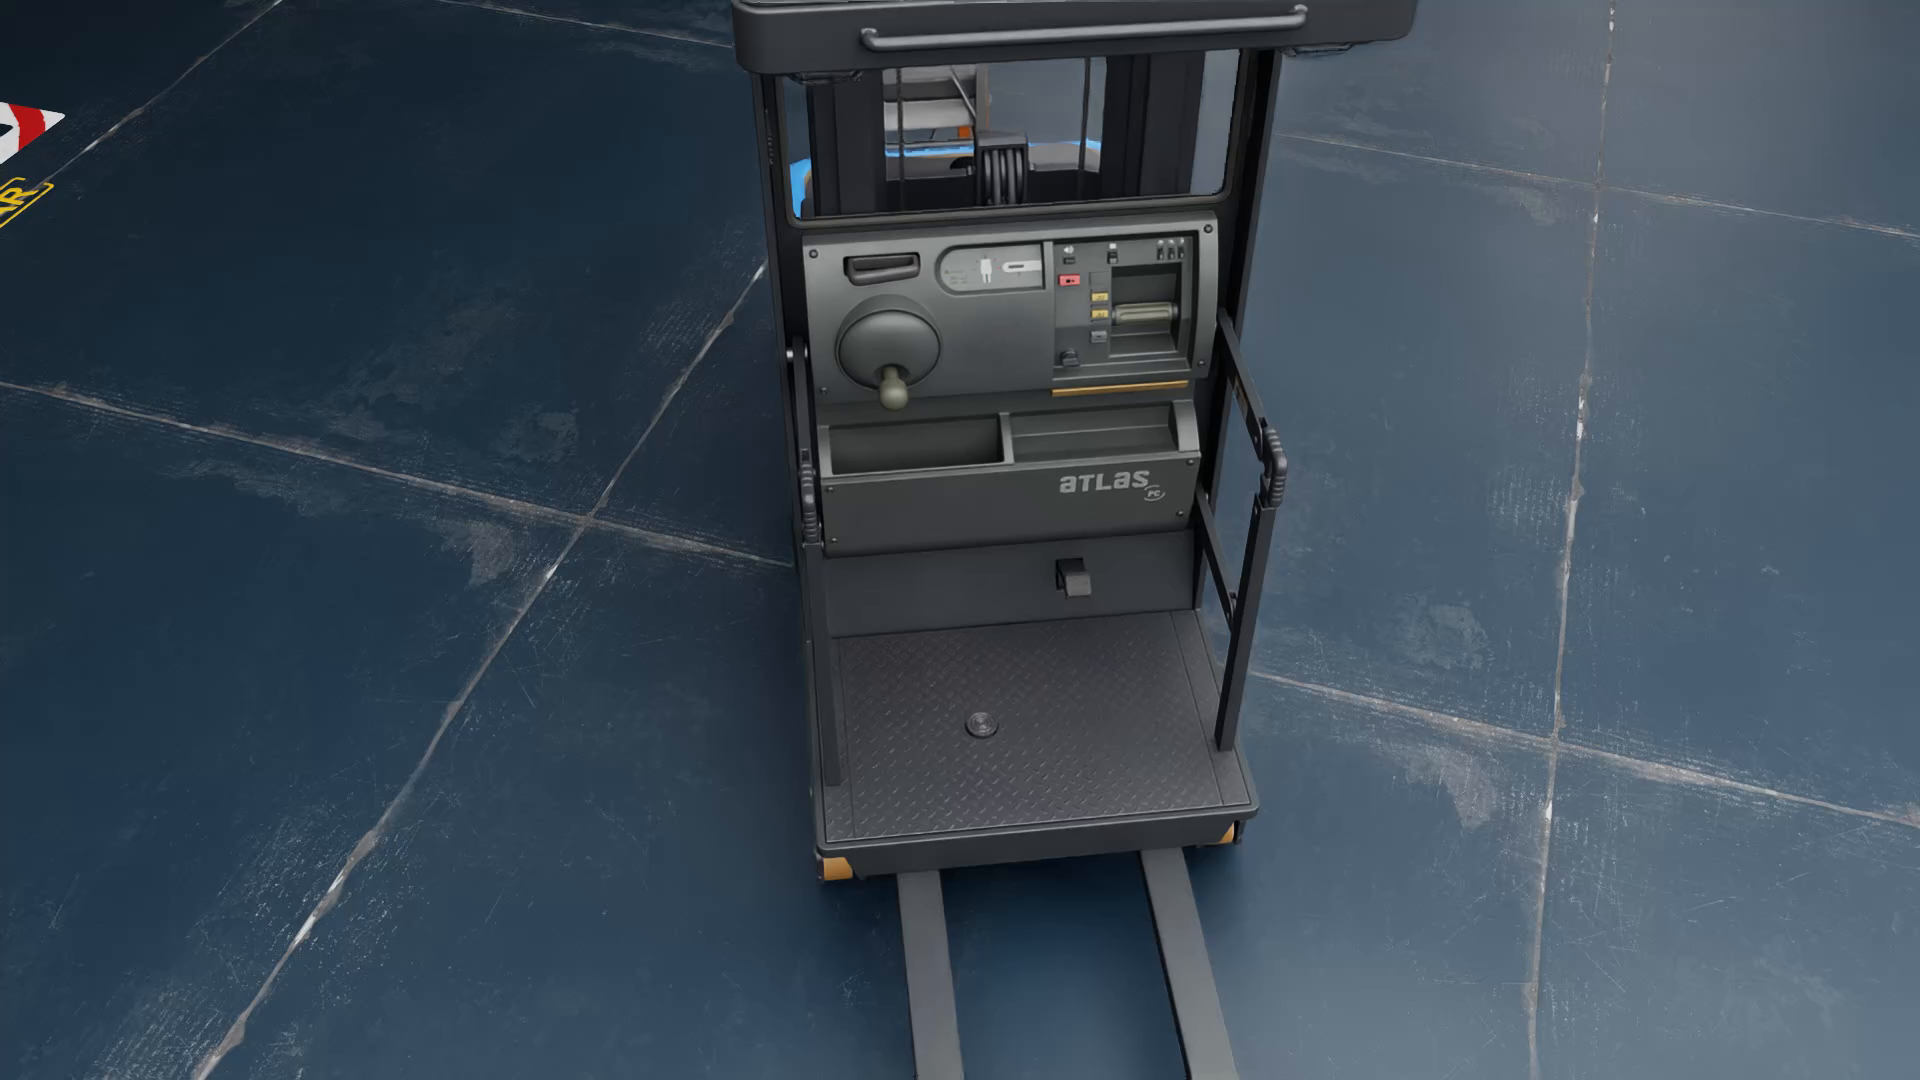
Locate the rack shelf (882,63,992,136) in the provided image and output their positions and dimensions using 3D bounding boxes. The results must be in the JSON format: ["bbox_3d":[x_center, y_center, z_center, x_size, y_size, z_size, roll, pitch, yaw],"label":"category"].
[{"bbox_3d":[-0.147,-1.341,5.138,0.431,0.518,0.480,-4,45,-5],"label":"rack shelf"}]

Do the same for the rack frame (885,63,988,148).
[{"bbox_3d":[-0.120,-1.181,4.955,0.400,2.100,0.015,-4,45,-5],"label":"rack frame"}]

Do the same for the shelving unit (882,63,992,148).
[{"bbox_3d":[-0.147,-1.350,5.129,0.431,2.100,0.503,-4,45,-5],"label":"shelving unit"}]

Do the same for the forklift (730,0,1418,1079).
[{"bbox_3d":[0.145,-0.422,3.585,1.130,2.935,3.031,-4,45,-5],"label":"forklift"}]

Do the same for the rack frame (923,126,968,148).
[{"bbox_3d":[-0.174,-1.520,5.302,0.400,2.100,0.015,-4,45,-5],"label":"rack frame"}]
